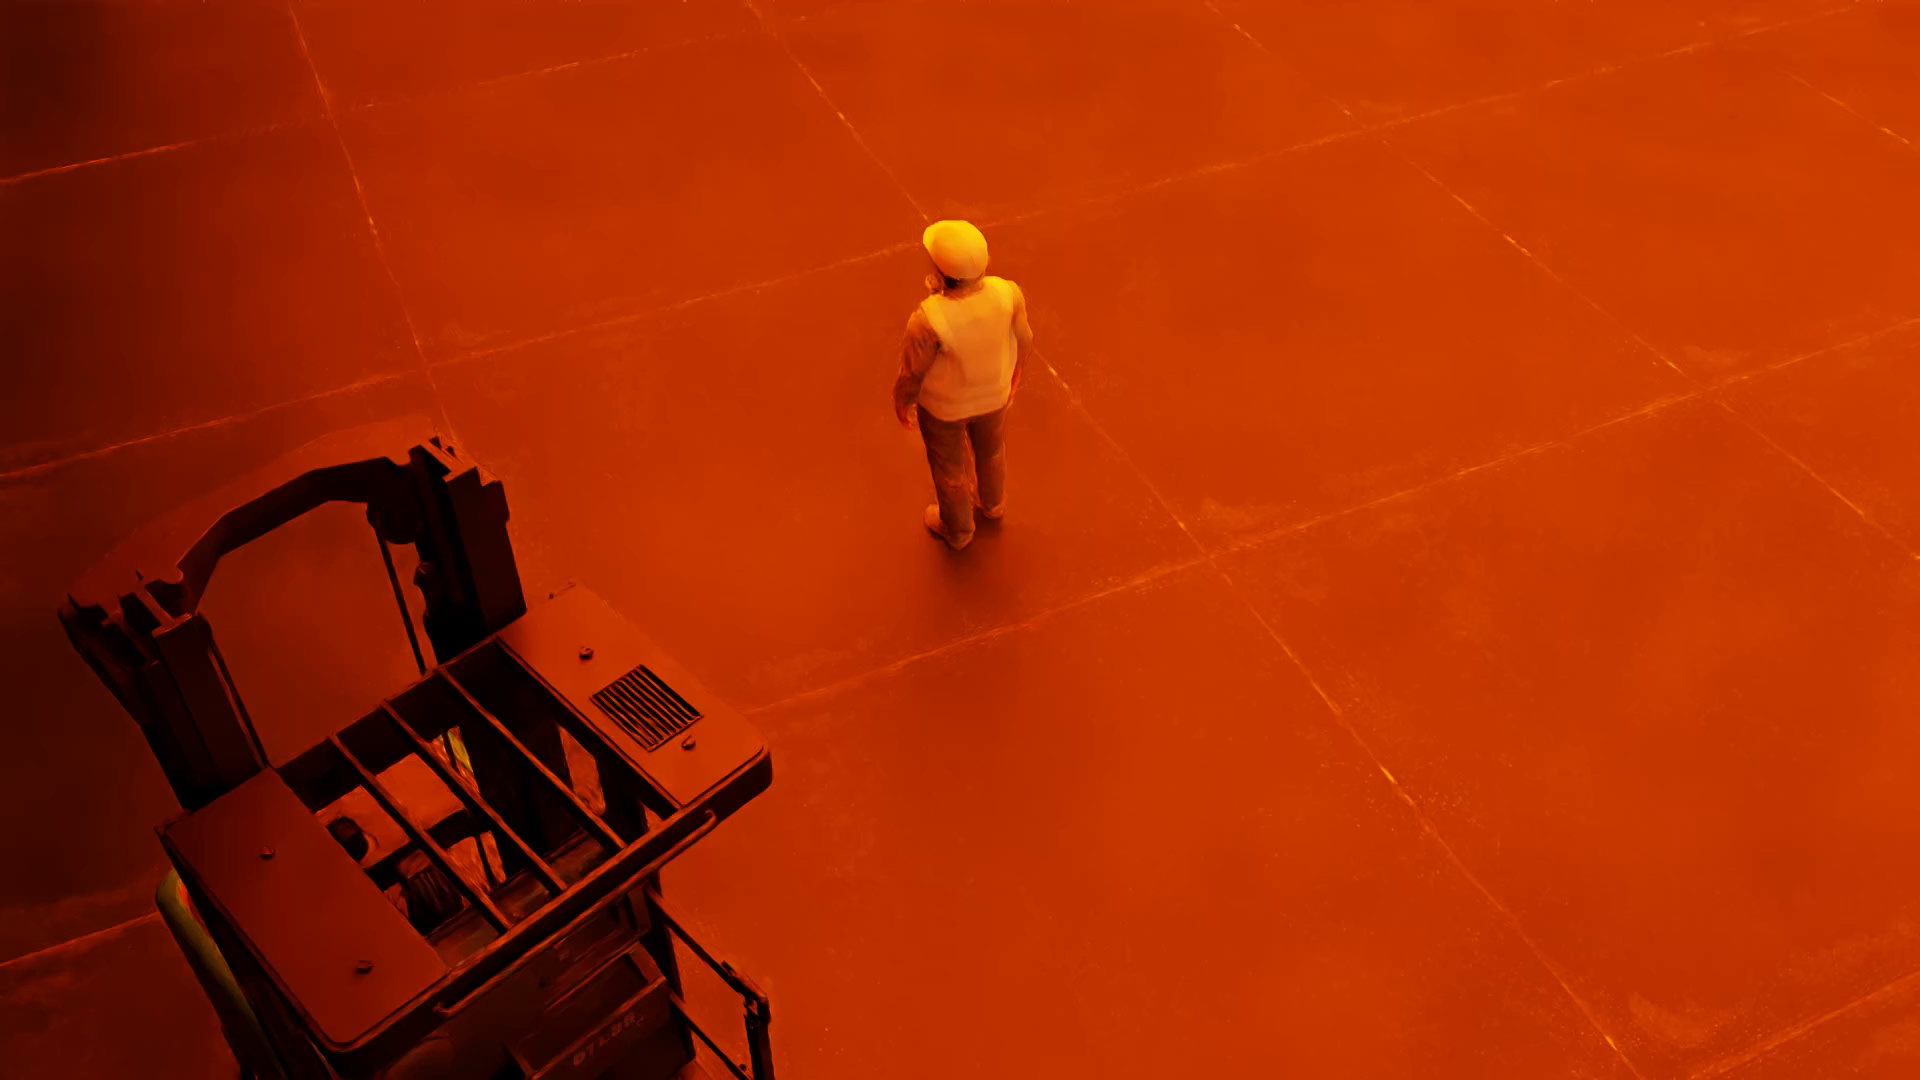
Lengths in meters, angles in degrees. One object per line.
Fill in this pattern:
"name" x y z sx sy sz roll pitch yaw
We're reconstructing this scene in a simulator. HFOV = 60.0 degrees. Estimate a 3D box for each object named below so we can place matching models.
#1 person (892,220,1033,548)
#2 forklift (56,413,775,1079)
"person" -0.019 -0.695 7.262 0.632 1.773 0.567 -18 46 -18
"forklift" -1.110 1.247 4.344 1.130 2.935 3.031 -34 53 -31
